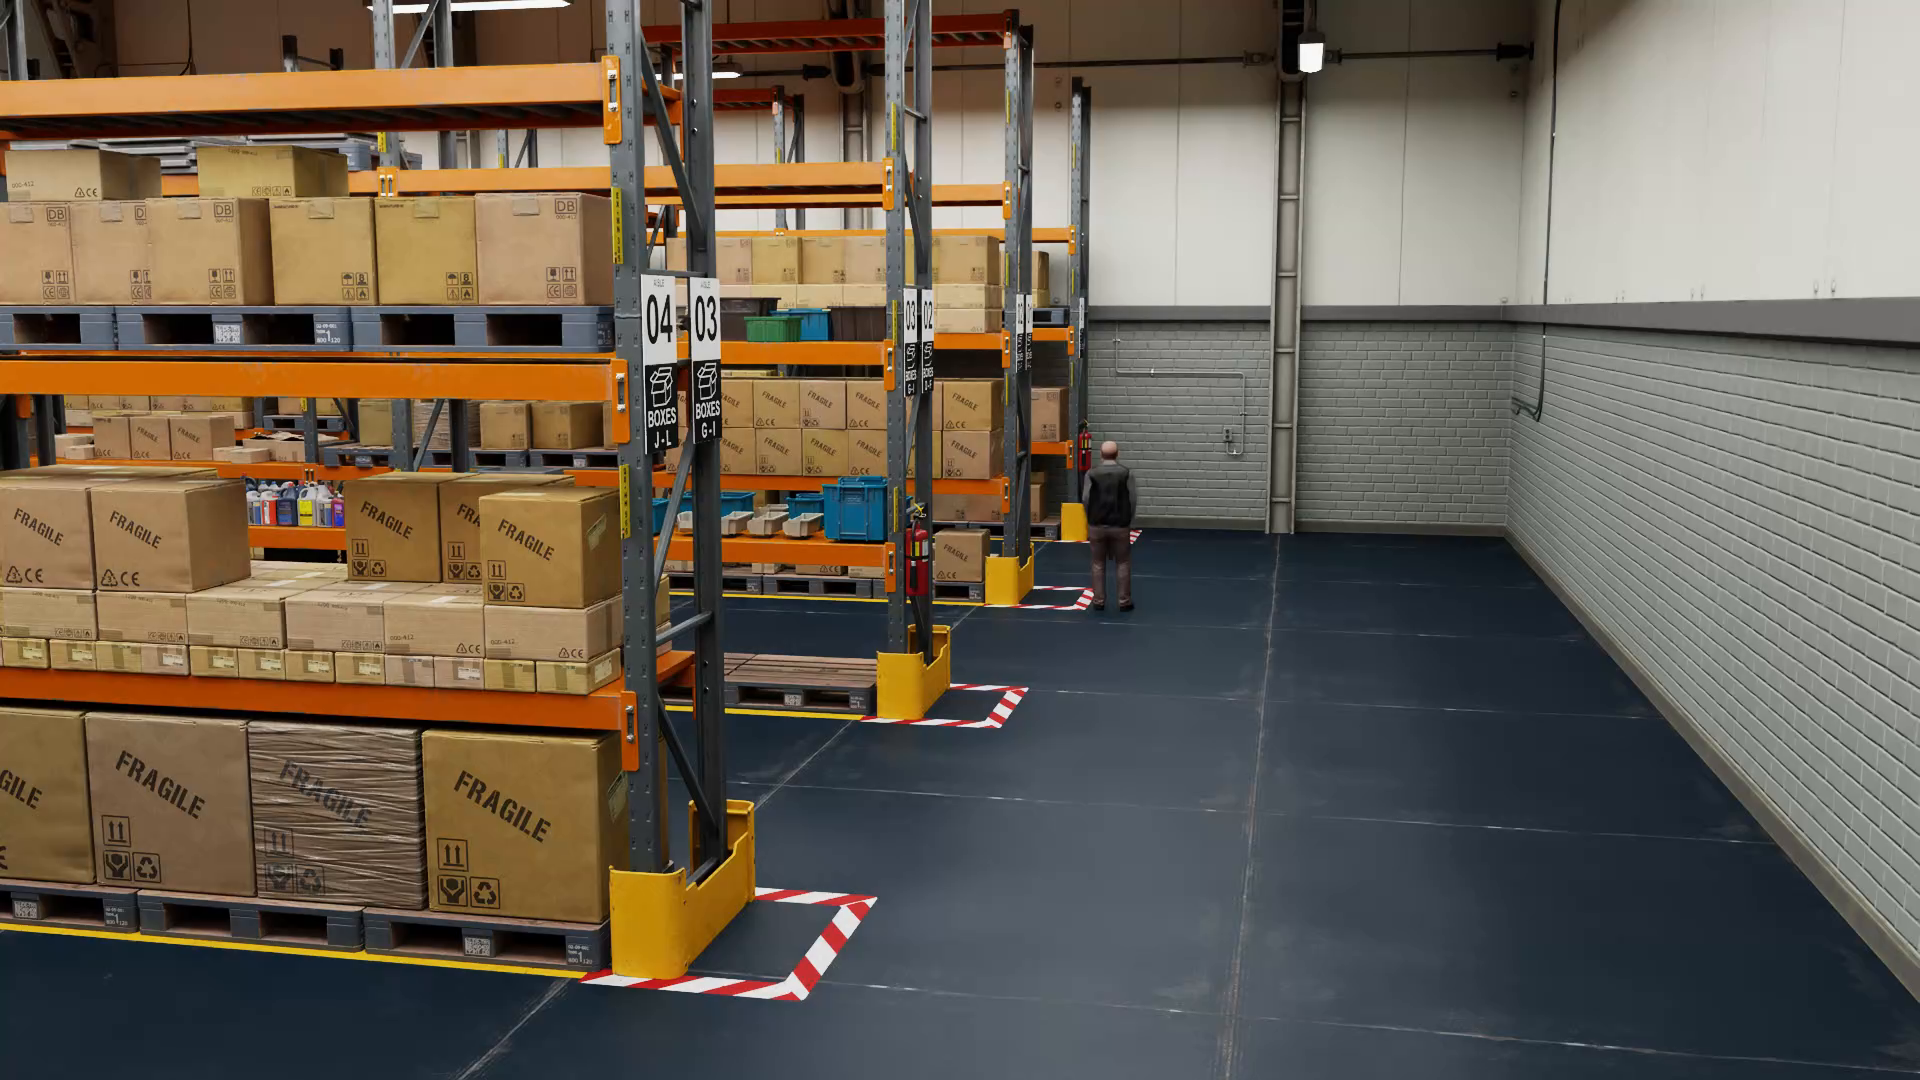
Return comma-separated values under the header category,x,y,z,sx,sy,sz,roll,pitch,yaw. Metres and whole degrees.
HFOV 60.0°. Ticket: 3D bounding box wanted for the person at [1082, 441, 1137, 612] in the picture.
category,x,y,z,sx,sy,sz,roll,pitch,yaw
person,1.518,-0.141,16.900,0.556,1.726,0.471,1,8,8
